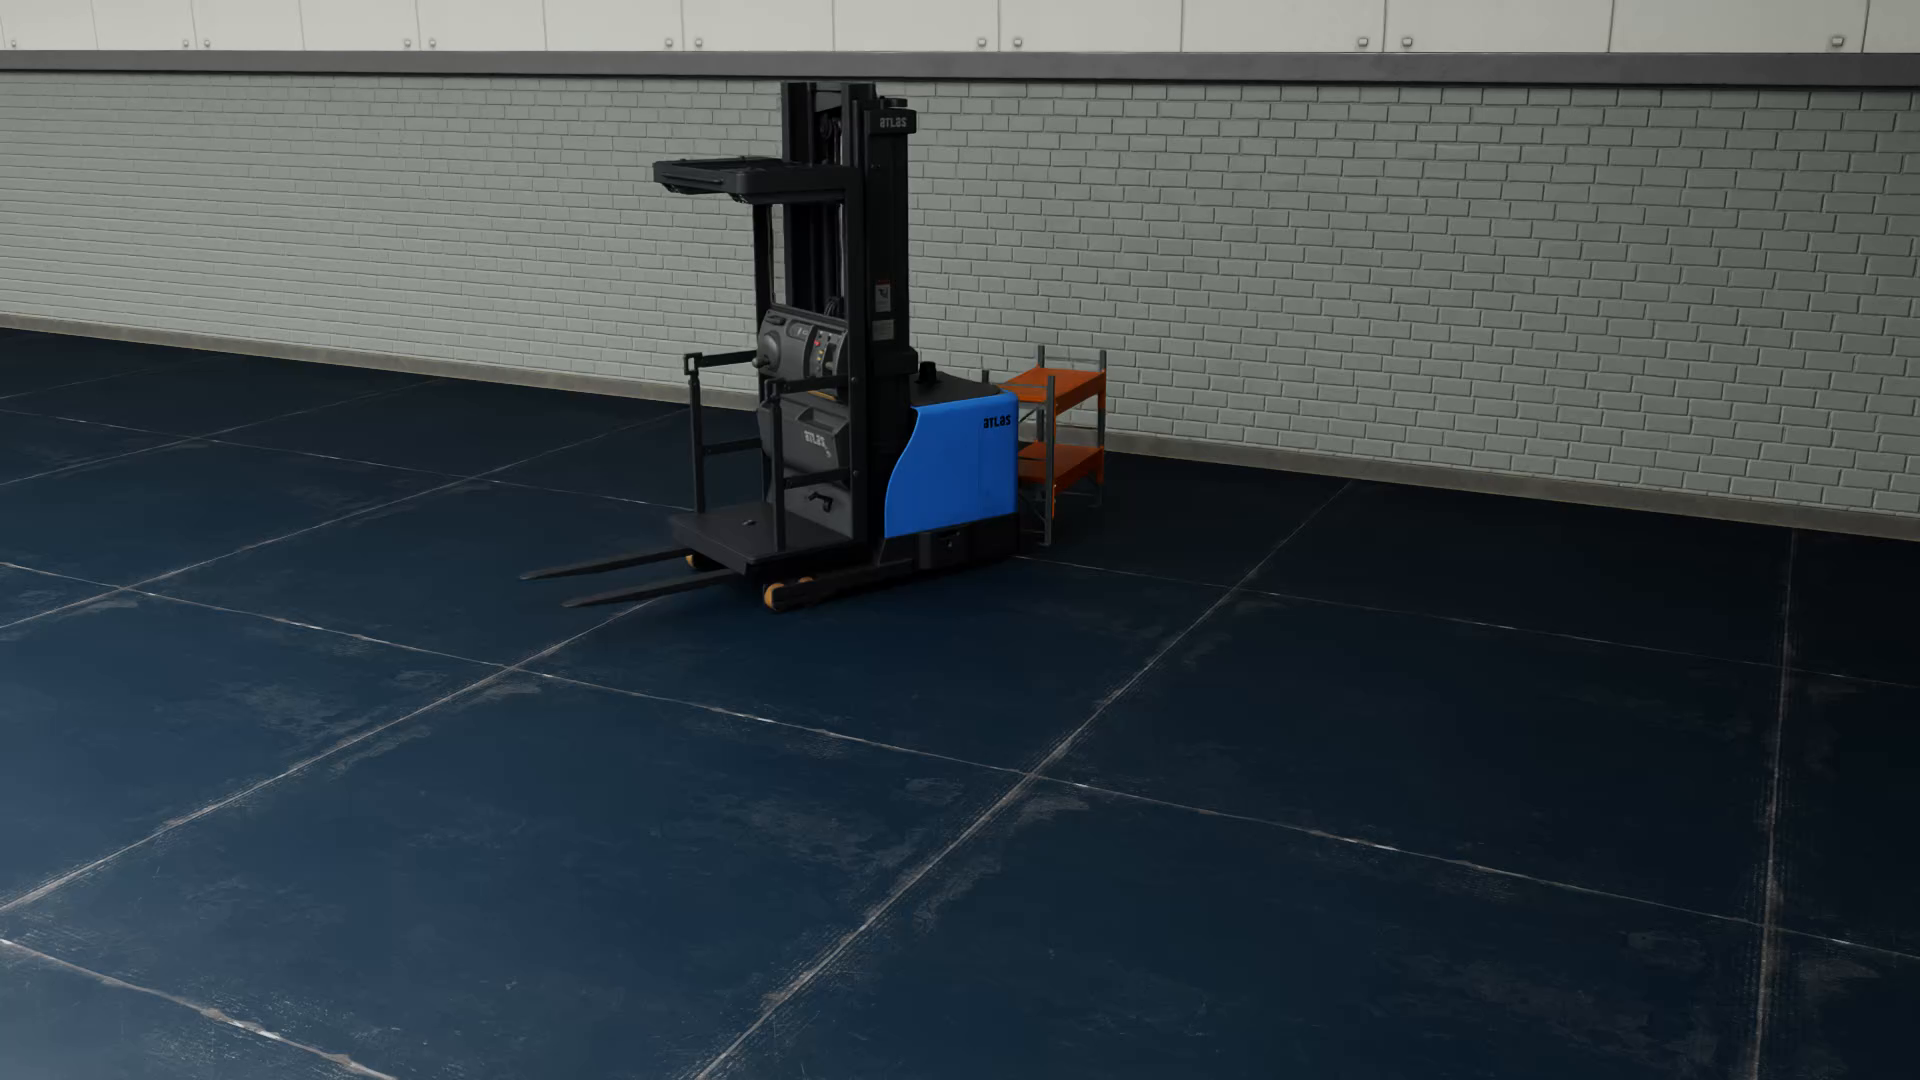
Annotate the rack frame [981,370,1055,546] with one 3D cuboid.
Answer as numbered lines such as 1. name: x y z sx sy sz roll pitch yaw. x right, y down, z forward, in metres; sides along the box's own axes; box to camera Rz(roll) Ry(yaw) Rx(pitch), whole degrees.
1. rack frame: 0.372 -0.535 10.850 0.500 1.125 0.032 7 18 23

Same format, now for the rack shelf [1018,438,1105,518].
1. rack shelf: 0.576 -0.433 11.366 0.538 0.278 1.000 7 18 23

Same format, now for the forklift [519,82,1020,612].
1. forklift: -1.109 -1.159 9.779 3.031 2.935 1.130 -12 20 -34

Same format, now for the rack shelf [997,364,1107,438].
1. rack shelf: 0.576 -0.948 11.213 0.538 0.278 1.000 7 18 23

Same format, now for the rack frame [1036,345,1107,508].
1. rack frame: 0.780 -0.800 11.743 0.500 1.125 0.032 7 18 23

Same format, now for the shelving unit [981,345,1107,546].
1. shelving unit: 0.576 -0.668 11.296 0.538 1.125 1.048 7 18 23
